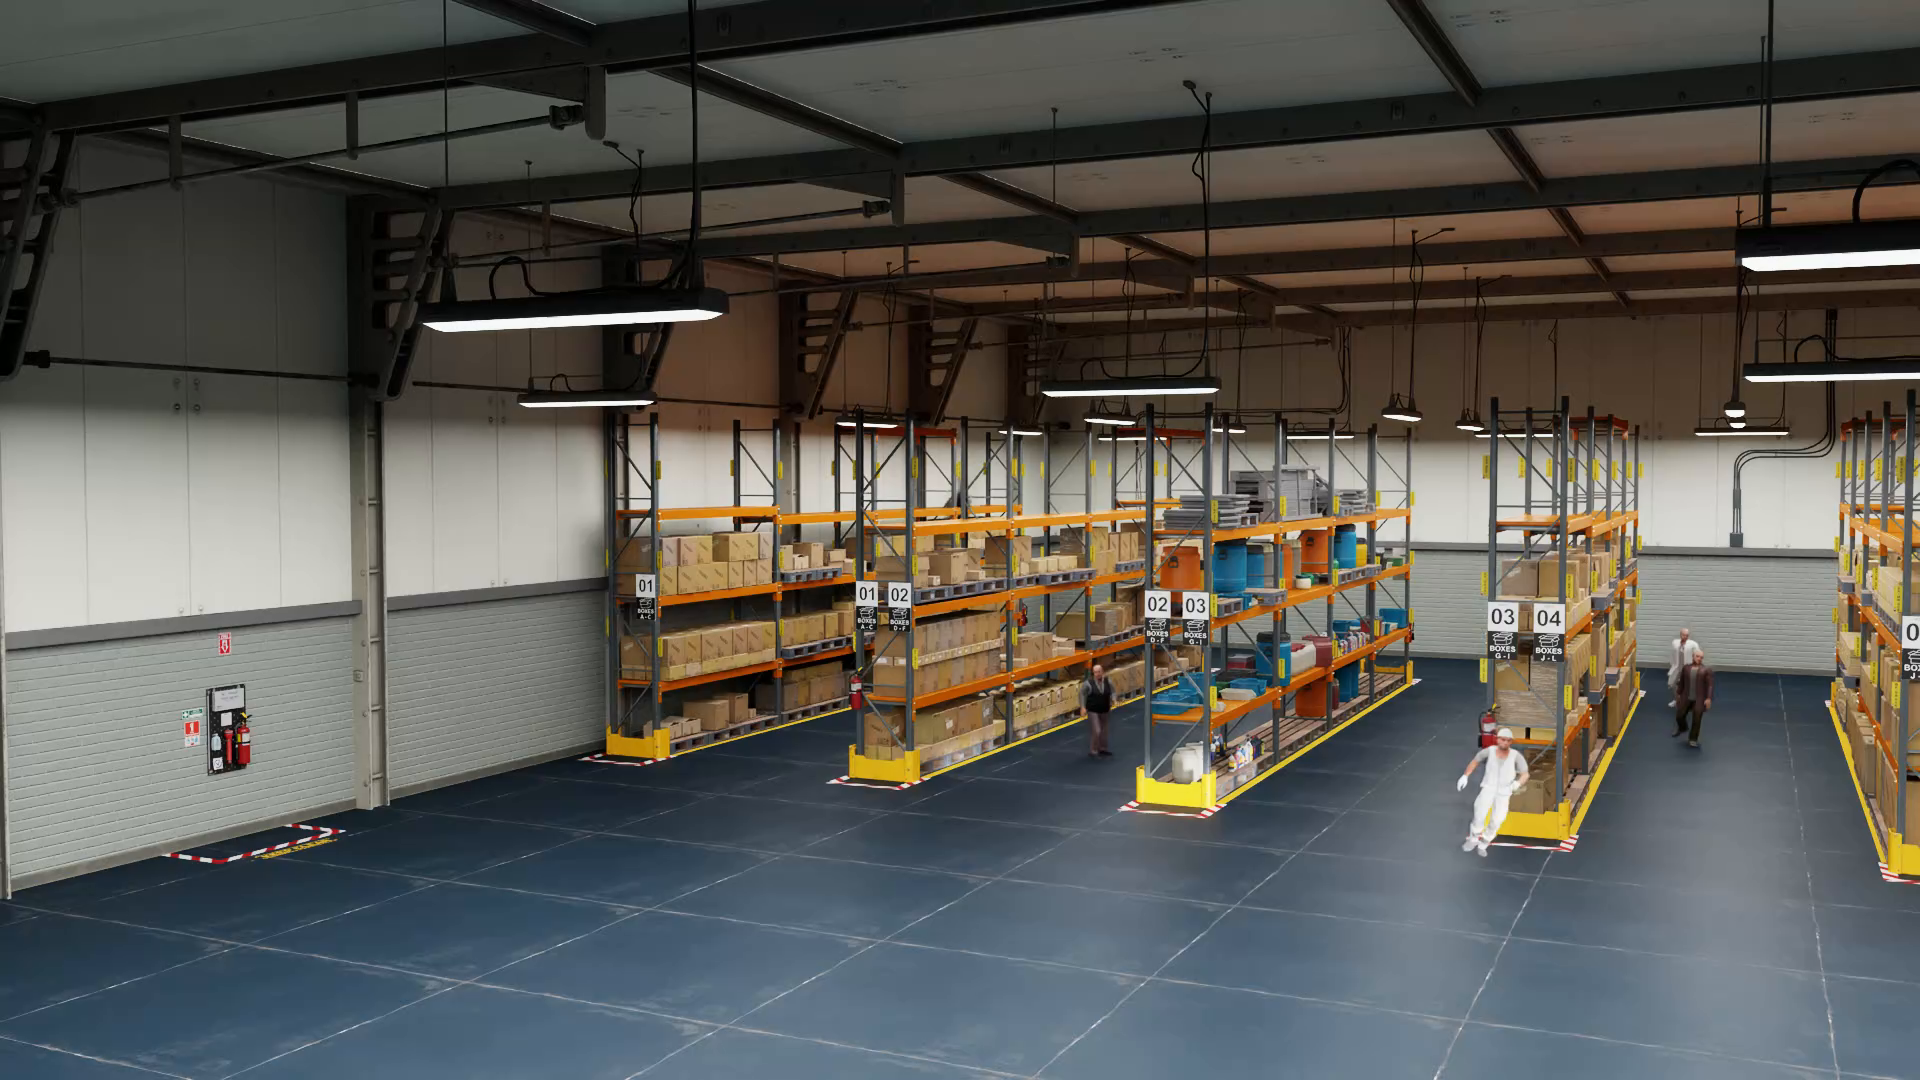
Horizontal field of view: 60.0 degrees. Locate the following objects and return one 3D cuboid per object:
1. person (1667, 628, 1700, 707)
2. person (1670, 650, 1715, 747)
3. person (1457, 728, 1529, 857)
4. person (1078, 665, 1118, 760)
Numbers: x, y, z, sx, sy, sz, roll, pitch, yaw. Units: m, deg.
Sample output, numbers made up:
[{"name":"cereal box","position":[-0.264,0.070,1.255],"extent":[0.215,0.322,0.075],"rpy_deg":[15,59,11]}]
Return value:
[{"name":"person","position":[14.993,2.679,34.432],"extent":[0.705,1.727,0.733],"rpy_deg":[2,3,42]},{"name":"person","position":[13.290,2.857,30.163],"extent":[0.814,1.740,0.613],"rpy_deg":[2,3,41]},{"name":"person","position":[6.901,3.275,21.462],"extent":[0.846,1.709,0.662],"rpy_deg":[0,2,11]},{"name":"person","position":[2.430,2.996,28.821],"extent":[0.677,1.687,0.834],"rpy_deg":[-1,3,-25]}]
